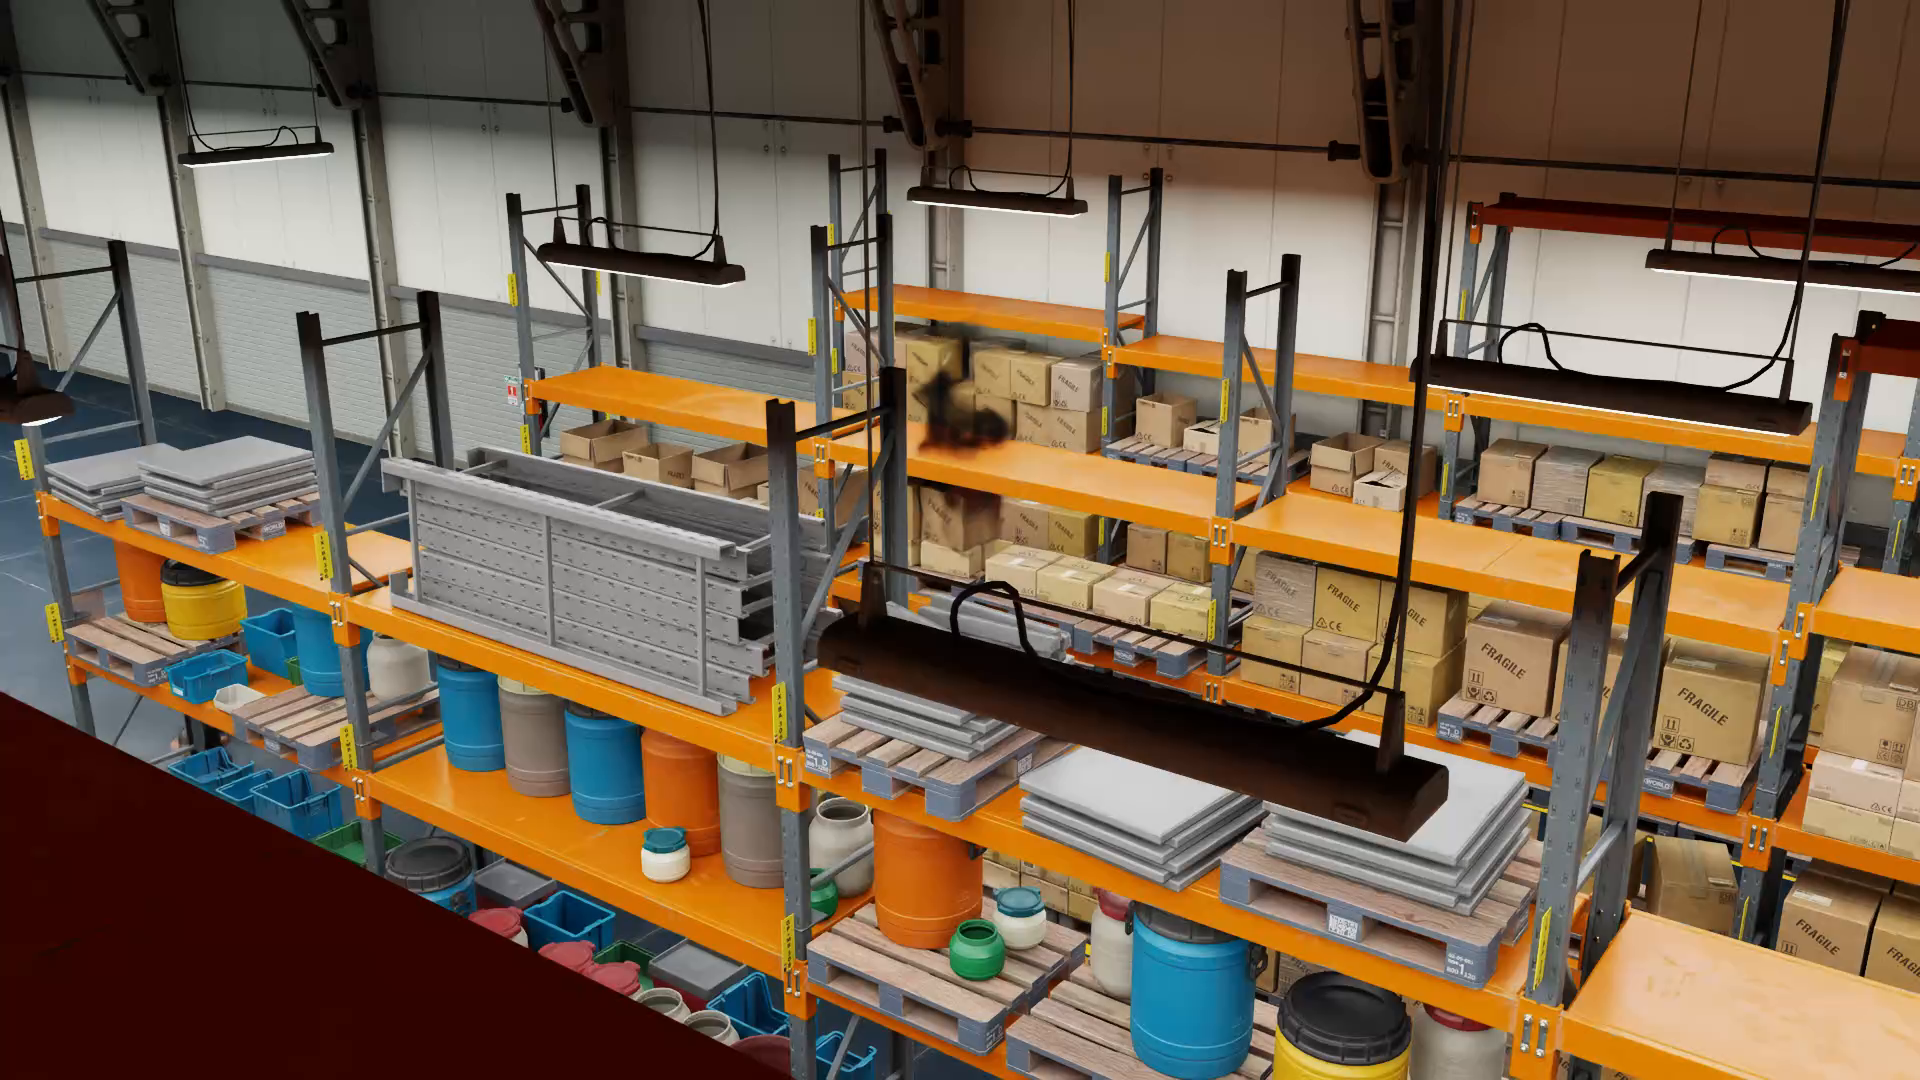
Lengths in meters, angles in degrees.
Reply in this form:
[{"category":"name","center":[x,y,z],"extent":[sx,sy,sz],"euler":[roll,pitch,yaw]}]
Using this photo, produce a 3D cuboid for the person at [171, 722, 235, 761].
[{"category":"person","center":[-7.210,2.192,15.888],"extent":[0.696,1.701,0.668],"euler":[-3,19,-9]}]
